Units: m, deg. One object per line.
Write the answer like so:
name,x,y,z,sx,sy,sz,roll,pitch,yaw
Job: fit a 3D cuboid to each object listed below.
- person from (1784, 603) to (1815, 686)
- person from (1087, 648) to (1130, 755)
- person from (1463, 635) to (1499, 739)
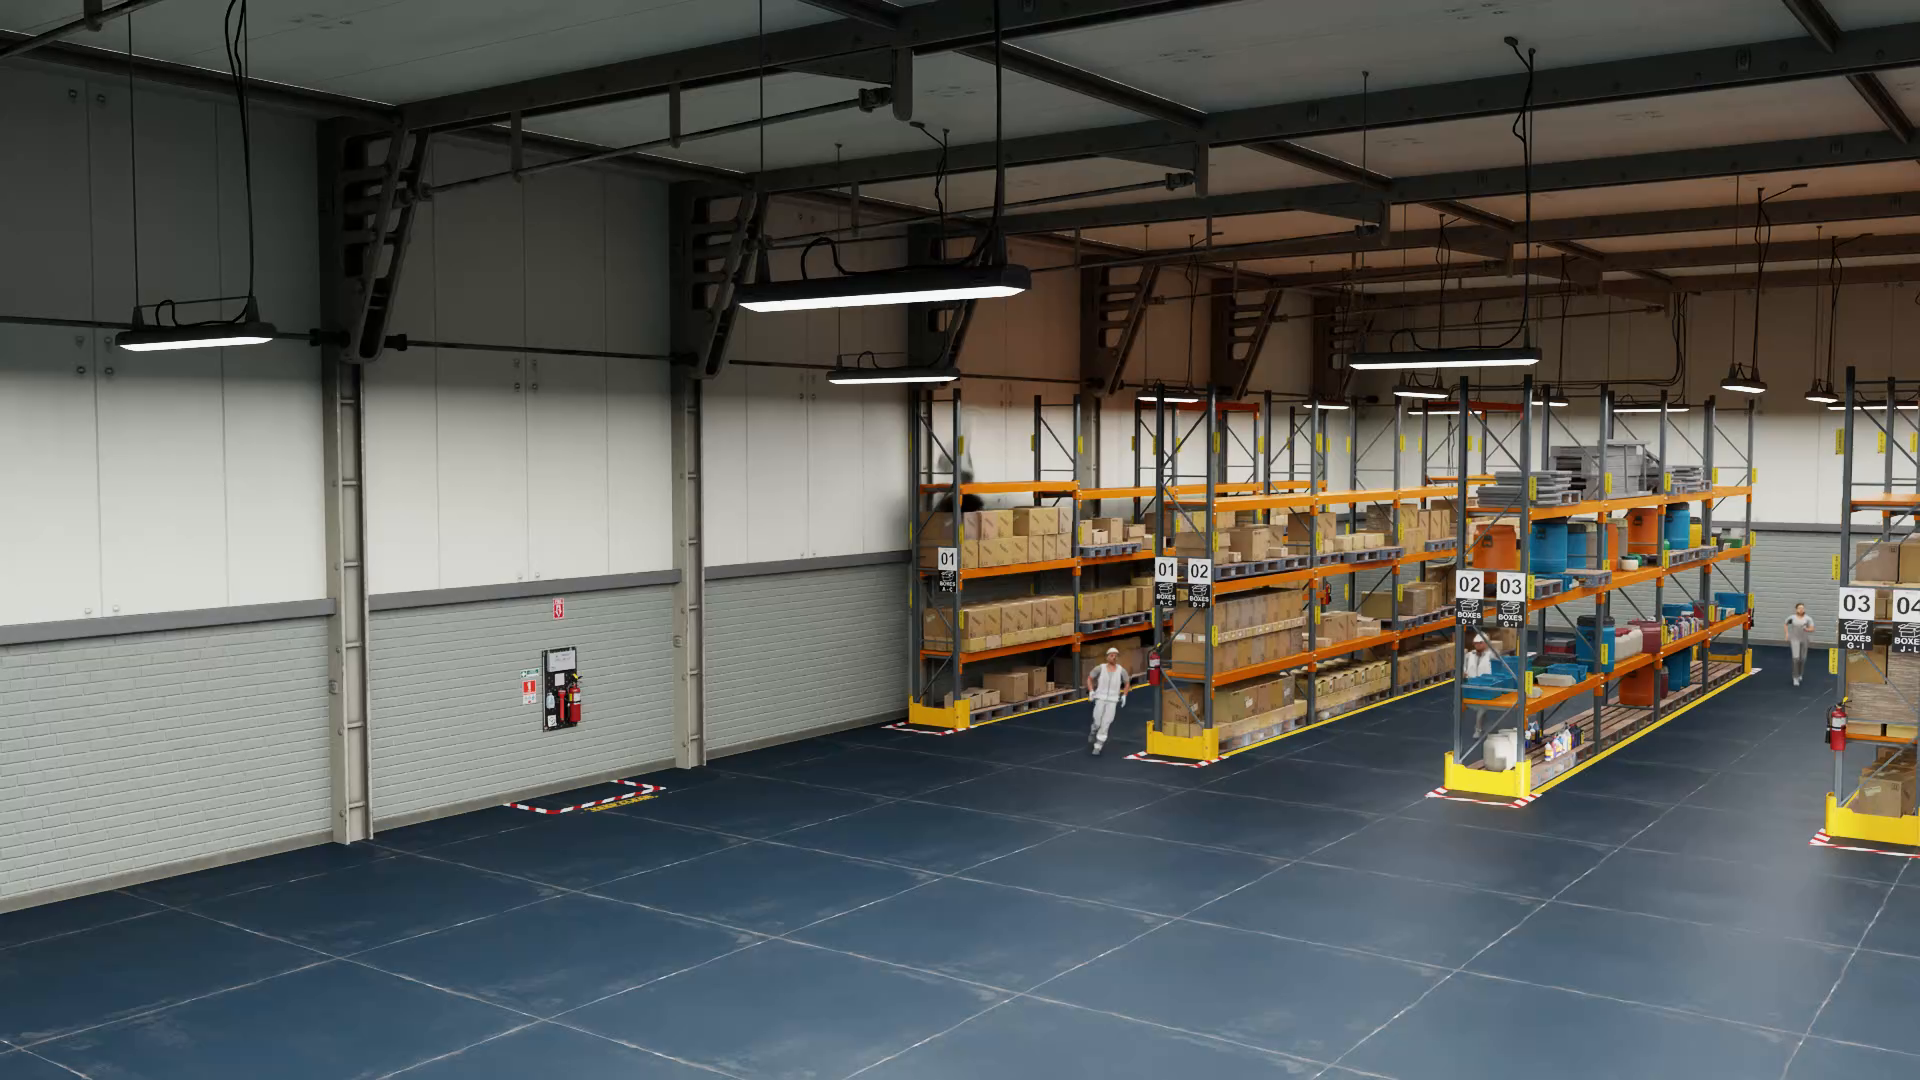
person,17.599,2.174,34.881,0.541,1.717,0.796,1,3,17
person,2.416,2.605,26.973,0.704,1.715,0.640,0,3,1
person,8.974,2.497,28.620,0.651,1.754,0.876,2,4,33
